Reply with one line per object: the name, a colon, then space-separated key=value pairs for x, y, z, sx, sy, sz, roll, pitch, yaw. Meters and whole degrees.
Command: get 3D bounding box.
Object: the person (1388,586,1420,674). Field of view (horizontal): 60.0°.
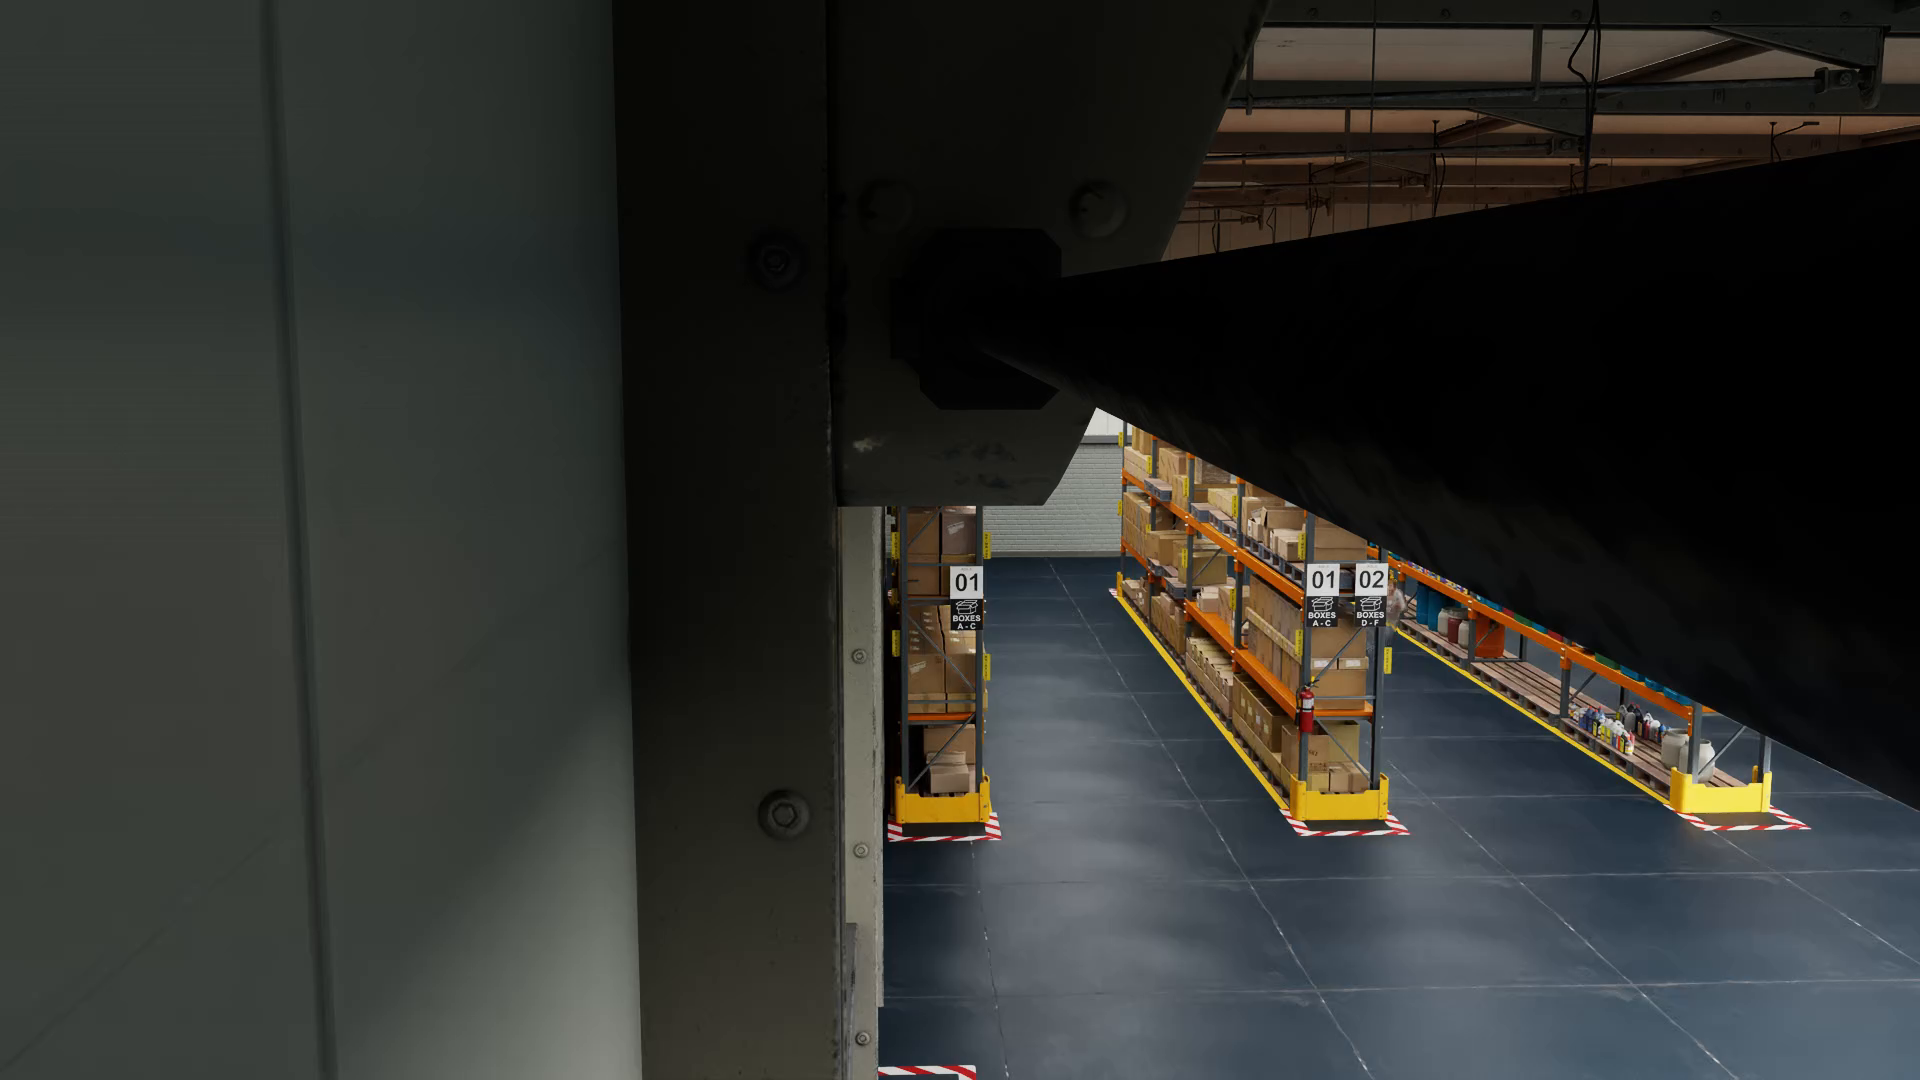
person: x=7.646 y=1.572 z=28.591 sx=0.579 sy=1.526 sz=0.607 roll=0 pitch=8 yaw=3
